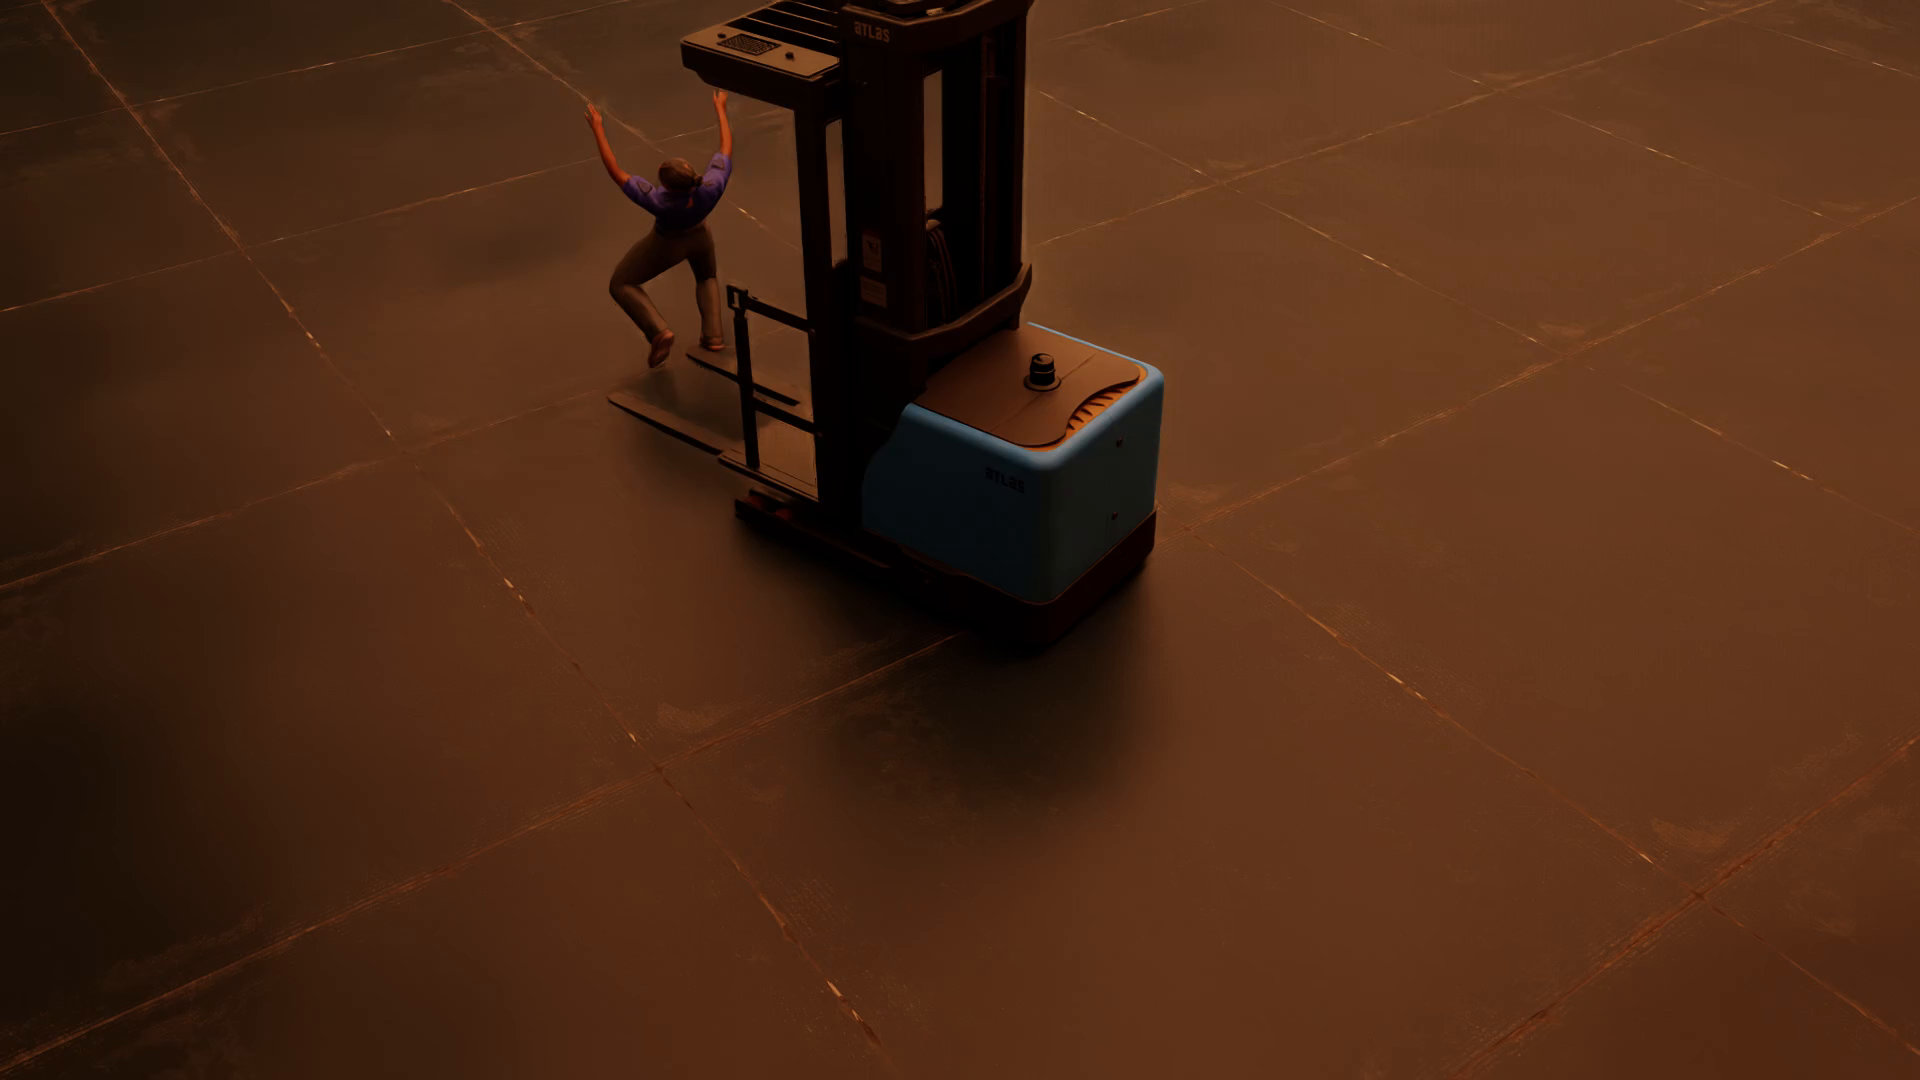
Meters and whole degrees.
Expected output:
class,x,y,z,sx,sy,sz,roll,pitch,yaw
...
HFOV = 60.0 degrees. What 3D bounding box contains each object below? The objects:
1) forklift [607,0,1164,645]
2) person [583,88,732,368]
class,x,y,z,sx,sy,sz,roll,pitch,yaw
forklift,-0.524,-1.401,7.839,3.031,2.935,1.130,24,43,29
person,-1.558,-1.753,9.449,0.896,1.586,0.677,-22,42,-27
